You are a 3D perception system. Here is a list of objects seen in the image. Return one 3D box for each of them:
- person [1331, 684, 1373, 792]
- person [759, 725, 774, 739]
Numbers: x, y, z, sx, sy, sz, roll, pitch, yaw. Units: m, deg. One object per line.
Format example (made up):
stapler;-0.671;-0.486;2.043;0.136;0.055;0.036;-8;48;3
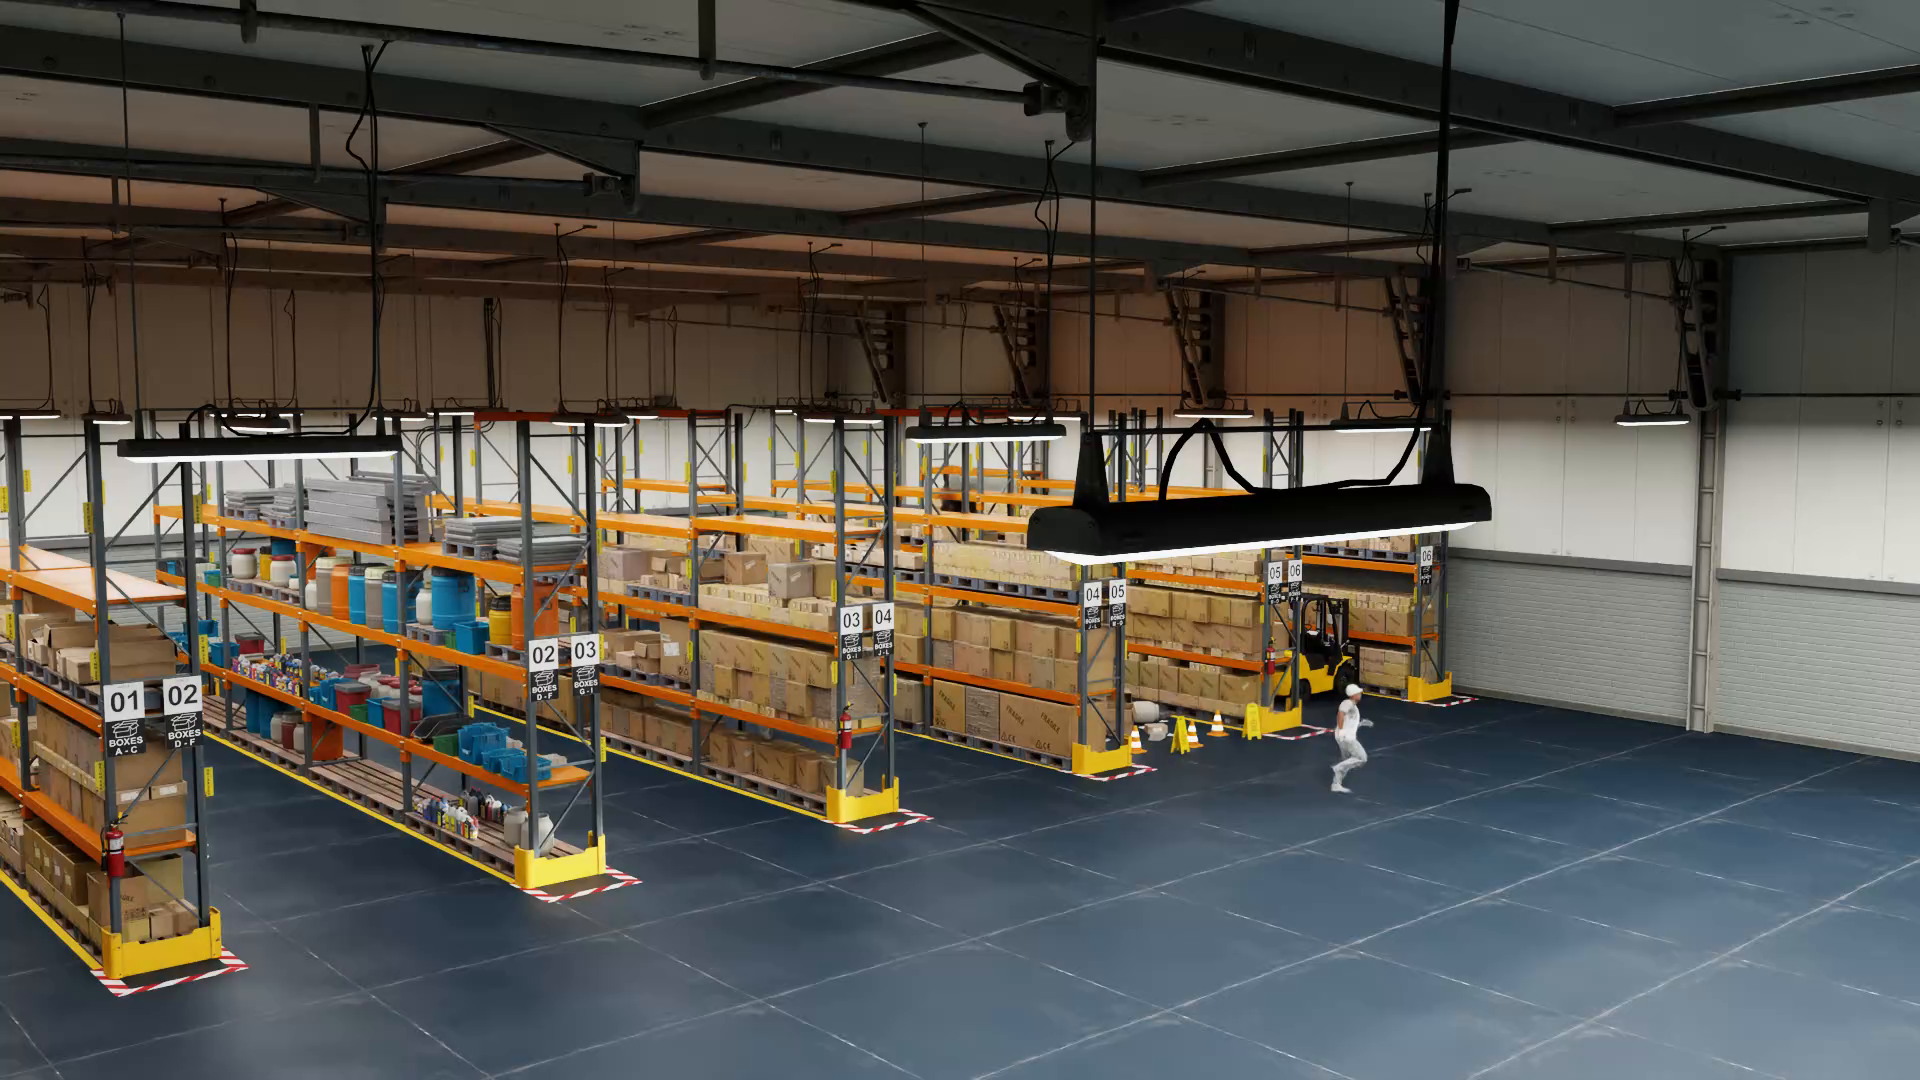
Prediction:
person;6.233;3.152;26.386;0.651;1.724;0.732;1;5;6
person;-3.458;2.782;30.466;0.607;1.743;0.651;5;7;44
